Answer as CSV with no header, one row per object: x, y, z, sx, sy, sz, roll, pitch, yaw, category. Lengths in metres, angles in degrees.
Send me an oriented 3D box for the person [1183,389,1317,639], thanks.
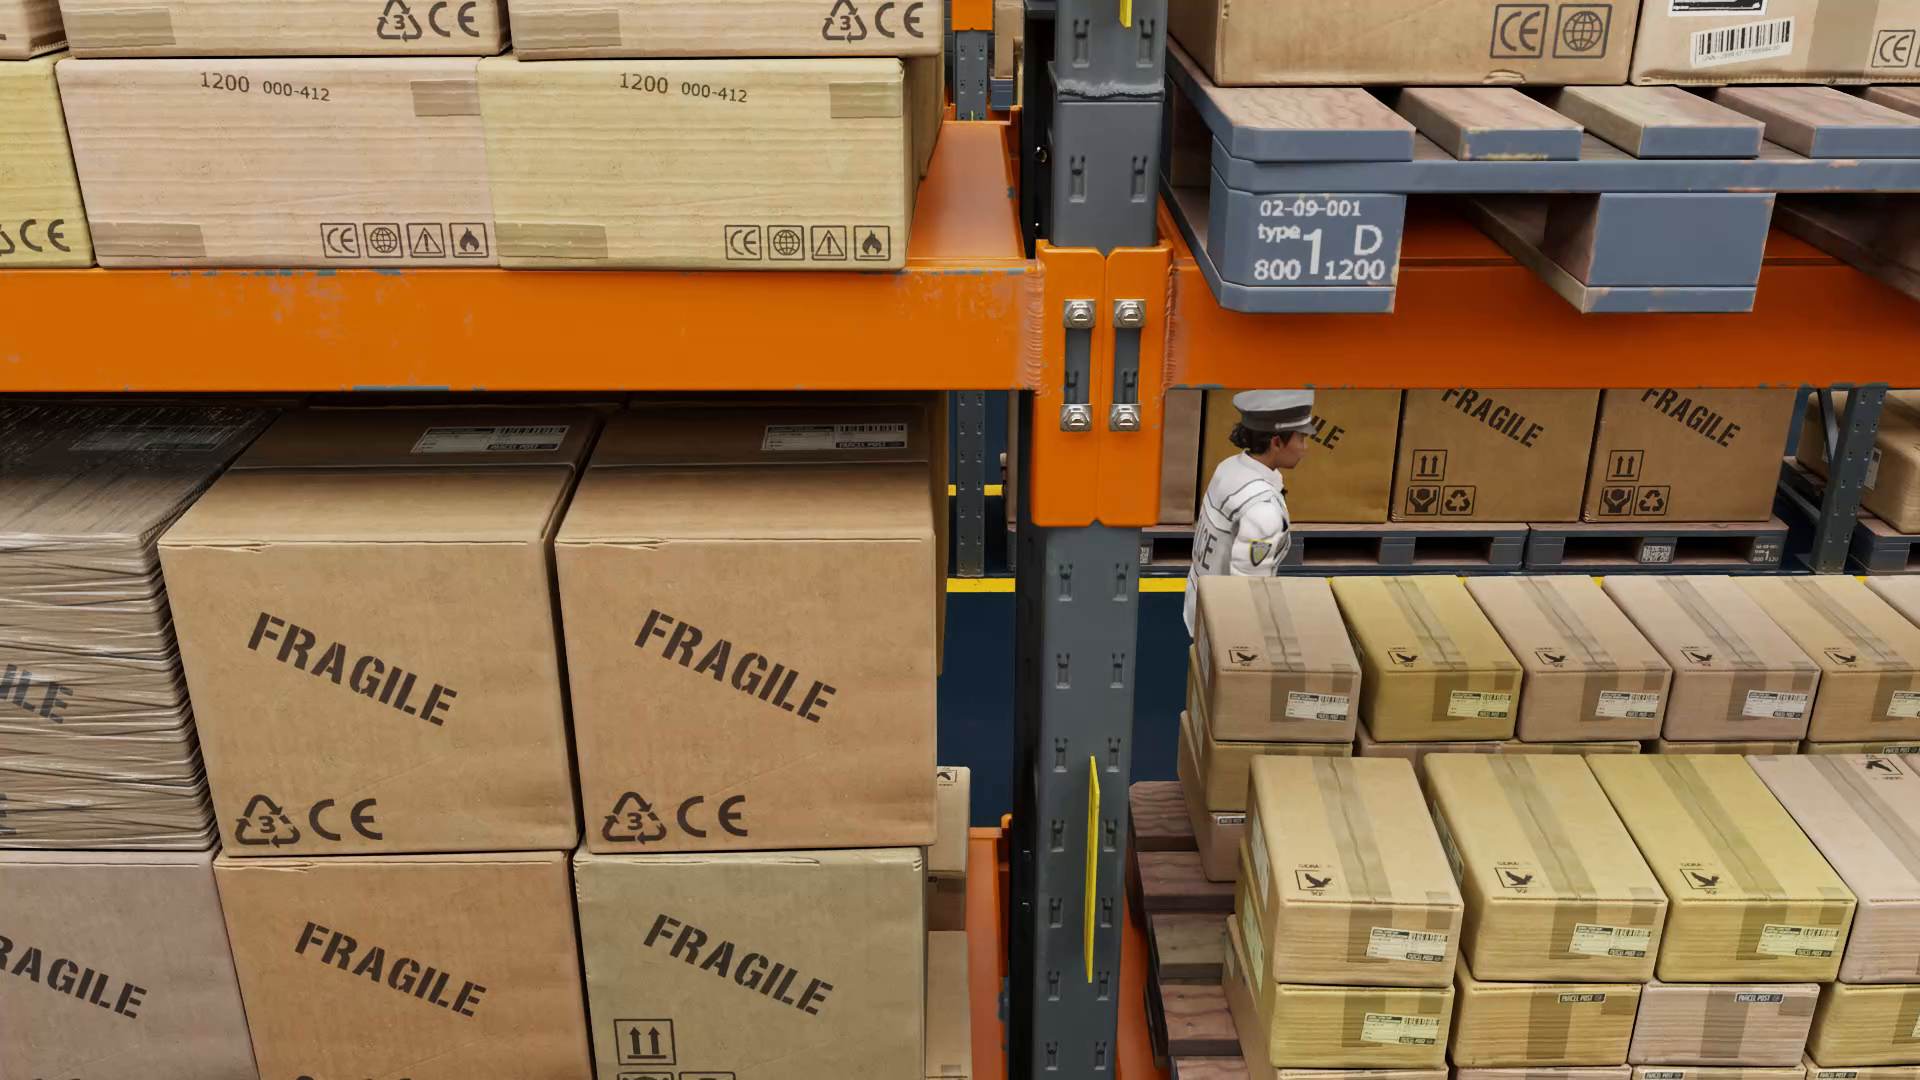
0.918,0.304,5.424,0.372,1.663,0.530,0,24,0,person
